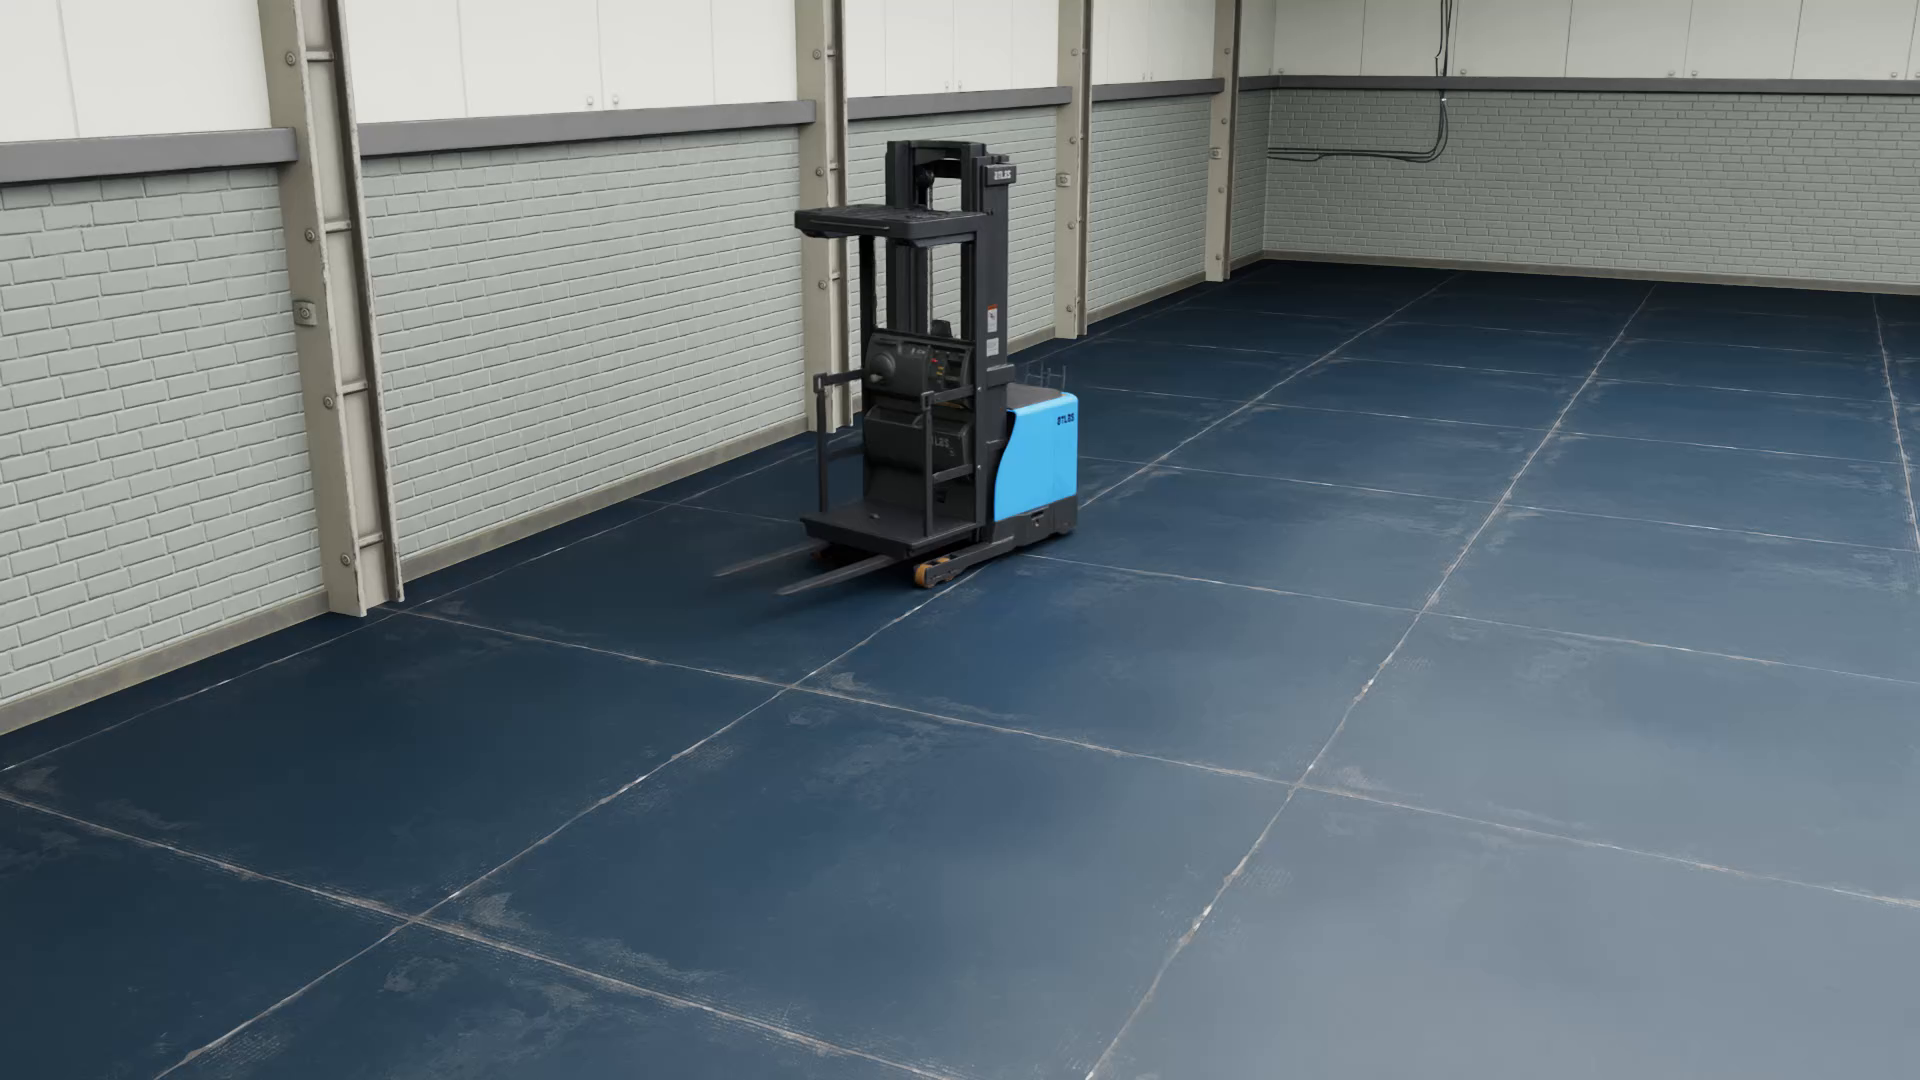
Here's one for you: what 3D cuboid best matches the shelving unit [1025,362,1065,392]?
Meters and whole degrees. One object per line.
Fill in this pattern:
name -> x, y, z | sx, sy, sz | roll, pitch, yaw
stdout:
shelving unit -> 0.632, -0.774, 13.002 | 0.258, 1.200, 0.189 | 15, 18, 41

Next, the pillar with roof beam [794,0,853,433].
pillar with roof beam -> 2.580, -4.861, 13.087 | 9.100, 9.000, 0.400 | 8, 18, 25

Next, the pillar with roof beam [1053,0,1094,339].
pillar with roof beam -> 5.261, -6.390, 18.233 | 9.100, 9.000, 0.400 | 8, 18, 25

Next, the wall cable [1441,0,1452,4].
wall cable -> 9.010, -9.636, 25.747 | 3.097, 2.526, 0.112 | 8, 18, 25

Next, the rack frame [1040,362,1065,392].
rack frame -> 0.694, -0.786, 13.068 | 0.240, 1.200, 0.006 | 15, 18, 41

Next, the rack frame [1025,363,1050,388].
rack frame -> 0.570, -0.761, 12.936 | 0.240, 1.200, 0.006 | 15, 18, 41

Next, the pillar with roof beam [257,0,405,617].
pillar with roof beam -> -0.101, -3.333, 7.942 | 9.100, 9.000, 0.400 | 8, 18, 25

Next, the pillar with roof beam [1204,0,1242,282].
pillar with roof beam -> 7.942, -7.918, 23.378 | 9.100, 9.000, 0.400 | 8, 18, 25

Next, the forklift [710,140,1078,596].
forklift -> -0.431, -1.233, 11.529 | 1.130, 2.935, 3.031 | 13, 21, 38

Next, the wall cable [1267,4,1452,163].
wall cable -> 6.590, -7.559, 27.624 | 3.097, 2.526, 0.112 | 8, 18, 25
